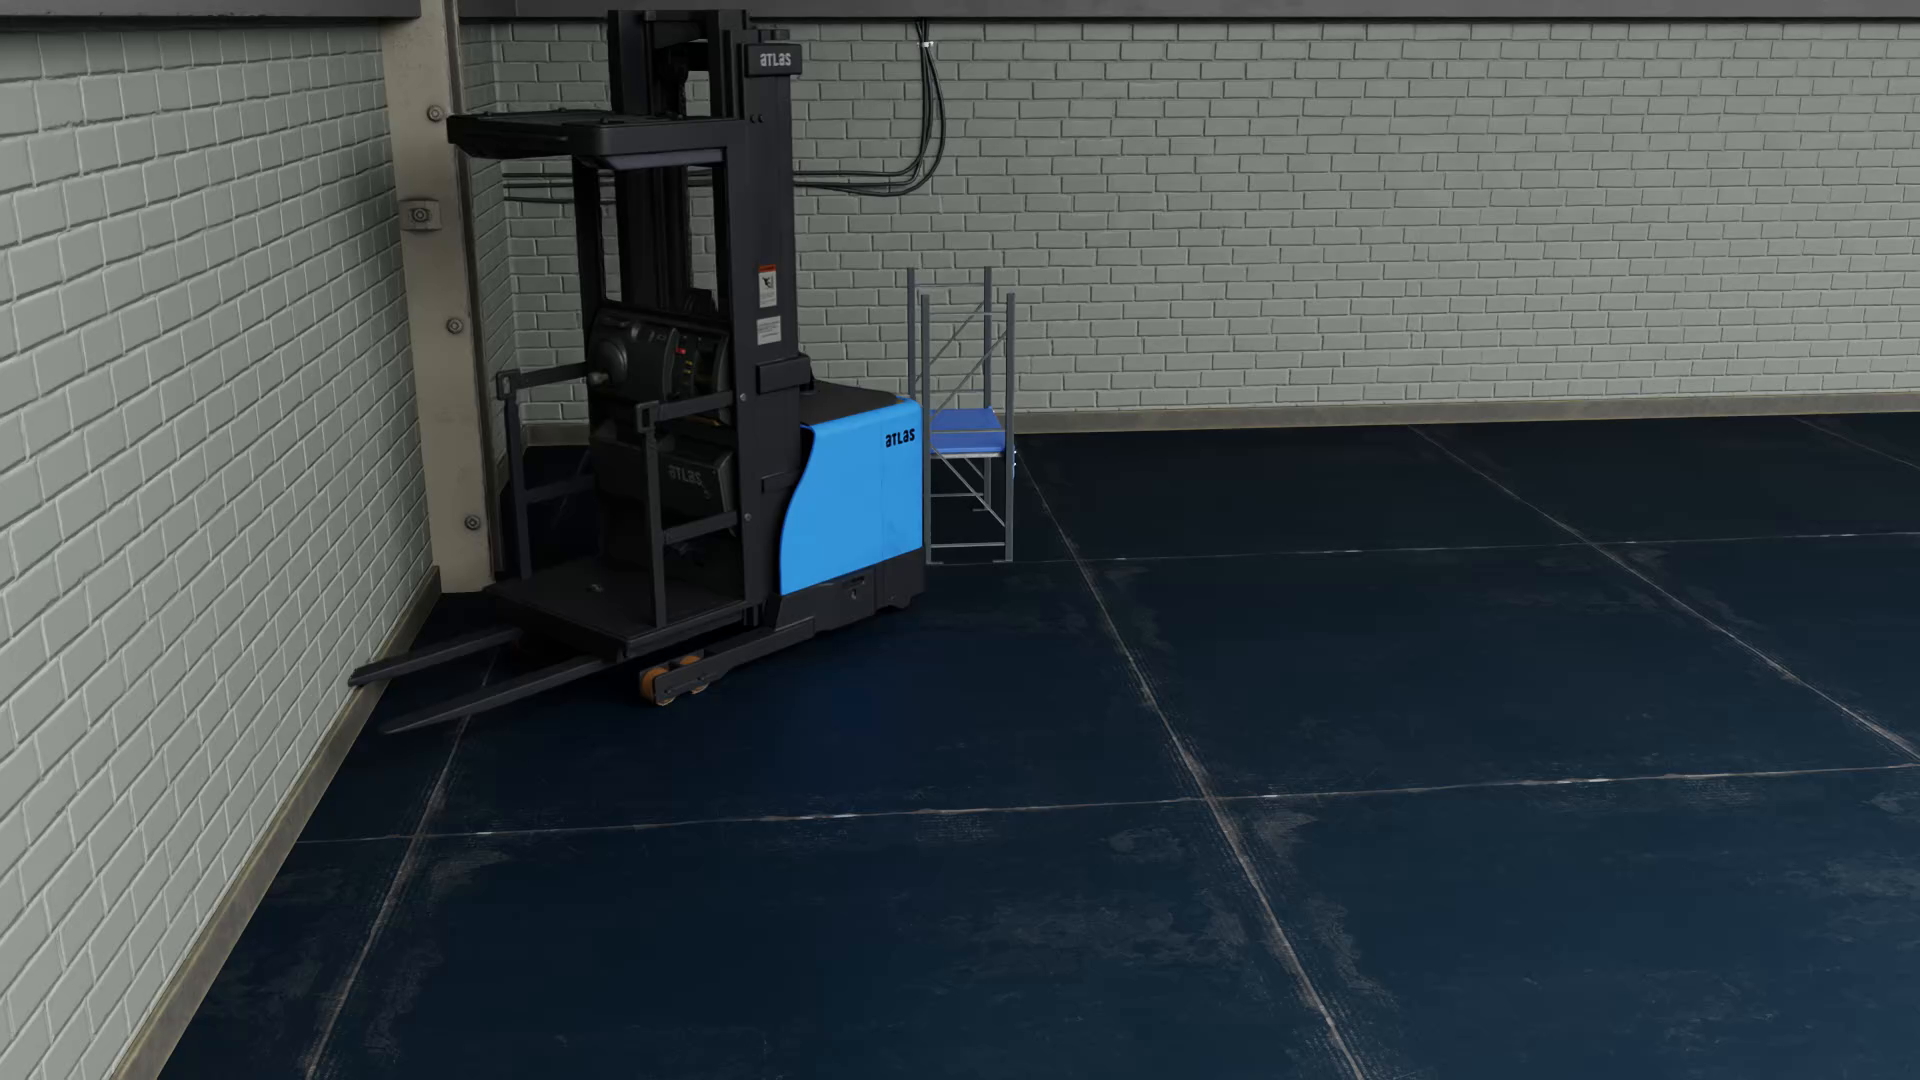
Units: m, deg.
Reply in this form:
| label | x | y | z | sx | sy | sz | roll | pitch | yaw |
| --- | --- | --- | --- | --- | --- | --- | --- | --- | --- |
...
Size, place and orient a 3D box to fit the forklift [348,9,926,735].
| label | x | y | z | sx | sy | sz | roll | pitch | yaw |
| --- | --- | --- | --- | --- | --- | --- | --- | --- | --- |
| forklift | -1.519 | -0.836 | 7.448 | 1.130 | 2.935 | 3.031 | 14 | 22 | 38 |

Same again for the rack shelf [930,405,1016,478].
| label | x | y | z | sx | sy | sz | roll | pitch | yaw |
| --- | --- | --- | --- | --- | --- | --- | --- | --- | --- |
| rack shelf | -0.009 | -0.569 | 9.587 | 0.538 | 0.185 | 1.000 | -2 | 18 | -6 |

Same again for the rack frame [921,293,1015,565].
| label | x | y | z | sx | sy | sz | roll | pitch | yaw |
| --- | --- | --- | --- | --- | --- | --- | --- | --- | --- |
| rack frame | 0.044 | -0.590 | 9.051 | 0.500 | 1.500 | 0.032 | -2 | 18 | -6 |

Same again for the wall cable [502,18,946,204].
| label | x | y | z | sx | sy | sz | roll | pitch | yaw |
| --- | --- | --- | --- | --- | --- | --- | --- | --- | --- |
| wall cable | -1.631 | -3.514 | 11.031 | 3.097 | 2.526 | 0.112 | -2 | 18 | -6 |

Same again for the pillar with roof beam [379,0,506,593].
| label | x | y | z | sx | sy | sz | roll | pitch | yaw |
| --- | --- | --- | --- | --- | --- | --- | --- | --- | --- |
| pillar with roof beam | 1.639 | -4.210 | 8.064 | 9.100 | 9.000 | 0.400 | -2 | 18 | -6 |

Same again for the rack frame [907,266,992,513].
| label | x | y | z | sx | sy | sz | roll | pitch | yaw |
| --- | --- | --- | --- | --- | --- | --- | --- | --- | --- |
| rack frame | -0.061 | -0.892 | 10.016 | 0.500 | 1.500 | 0.032 | -2 | 18 | -6 |

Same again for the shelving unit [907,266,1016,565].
| label | x | y | z | sx | sy | sz | roll | pitch | yaw |
| --- | --- | --- | --- | --- | --- | --- | --- | --- | --- |
| shelving unit | -0.009 | -0.741 | 9.533 | 0.538 | 1.500 | 1.048 | -2 | 18 | -6 |
